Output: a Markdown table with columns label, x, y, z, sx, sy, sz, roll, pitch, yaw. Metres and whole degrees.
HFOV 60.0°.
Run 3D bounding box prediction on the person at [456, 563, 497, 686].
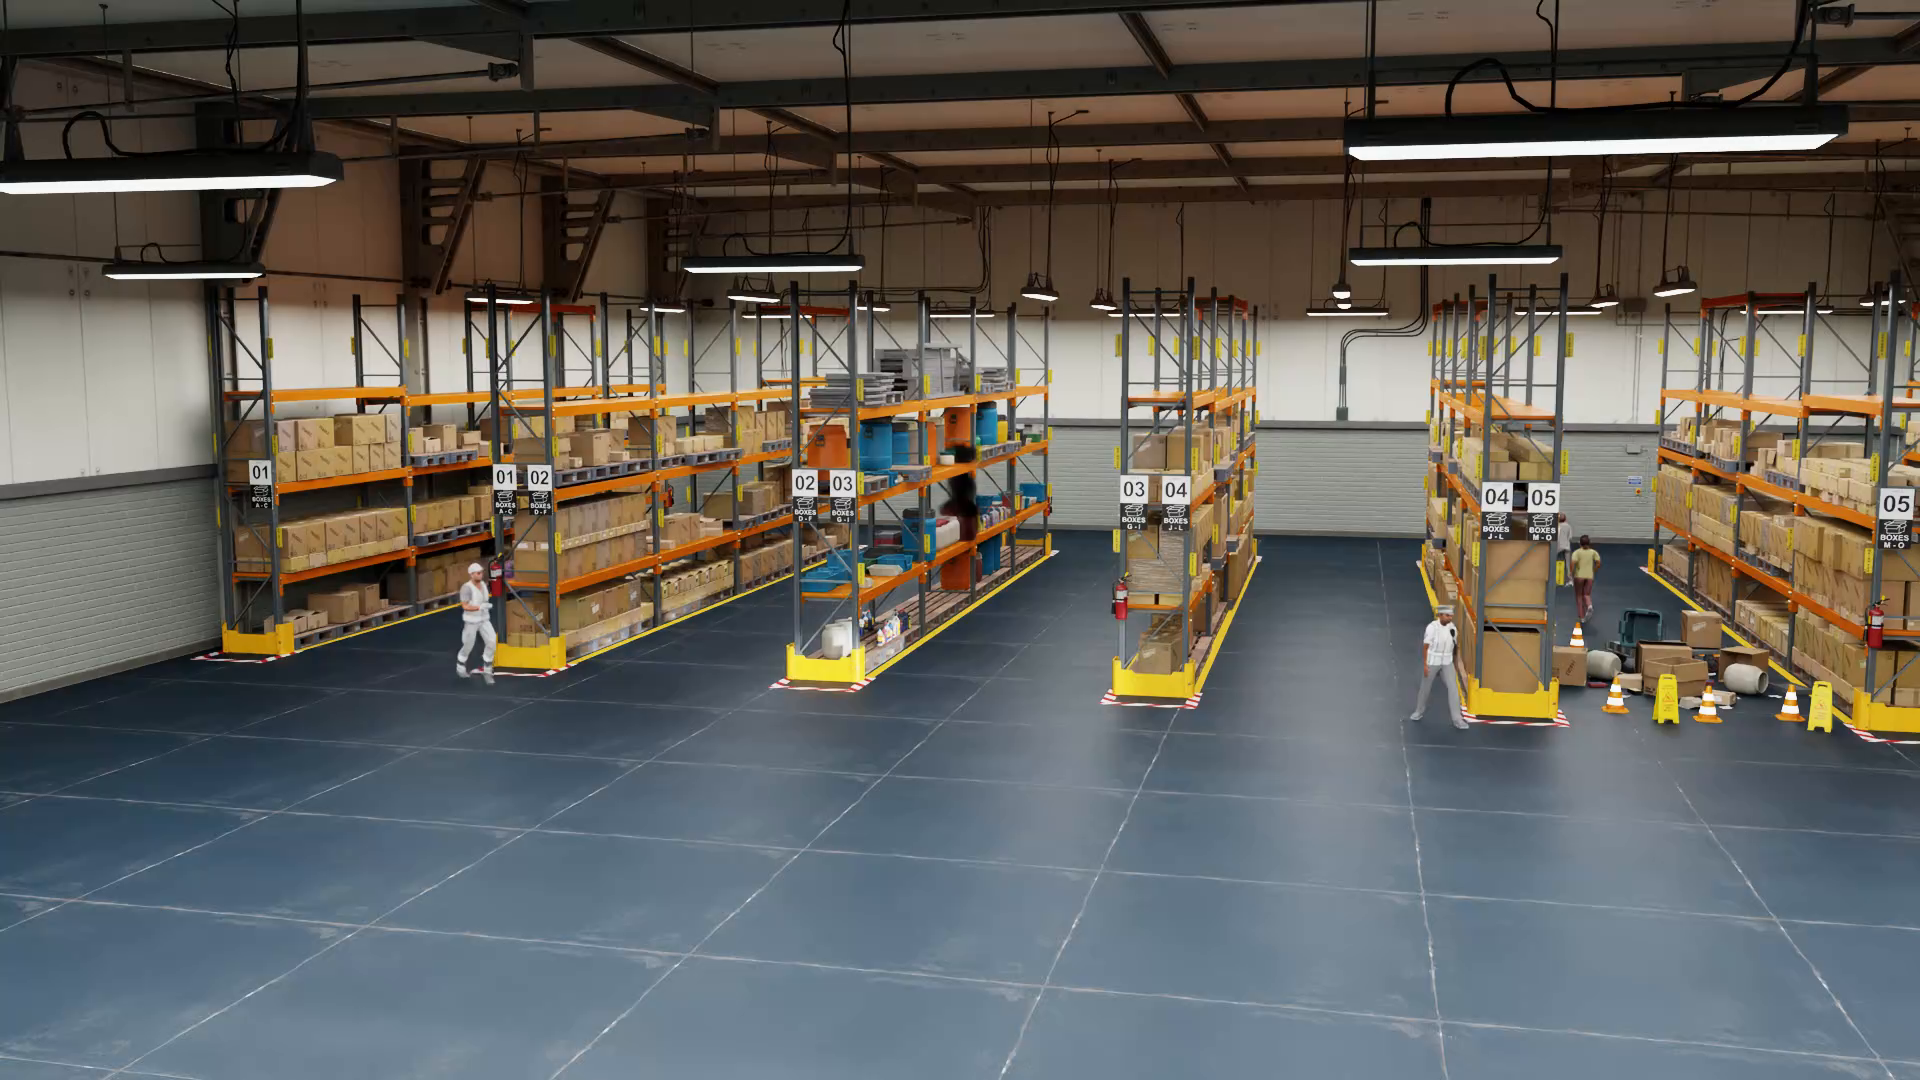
| label | x | y | z | sx | sy | sz | roll | pitch | yaw |
| --- | --- | --- | --- | --- | --- | --- | --- | --- | --- |
| person | -7.234 | 1.259 | 24.877 | 0.868 | 1.842 | 0.624 | 5 | 8 | 37 |

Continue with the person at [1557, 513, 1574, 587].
| label | x | y | z | sx | sy | sz | roll | pitch | yaw |
| --- | --- | --- | --- | --- | --- | --- | --- | --- | --- |
| person | 12.636 | 0.222 | 34.871 | 0.533 | 1.566 | 0.905 | 0 | 7 | -2 |

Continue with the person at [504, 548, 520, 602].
| label | x | y | z | sx | sy | sz | roll | pitch | yaw |
| --- | --- | --- | --- | --- | --- | --- | --- | --- | --- |
| person | -7.802 | 0.908 | 28.772 | 0.529 | 1.567 | 0.798 | 1 | 7 | 12 |

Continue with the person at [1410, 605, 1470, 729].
| label | x | y | z | sx | sy | sz | roll | pitch | yaw |
| --- | --- | --- | --- | --- | --- | --- | --- | --- | --- |
| person | 6.385 | 1.645 | 22.136 | 0.595 | 1.633 | 0.809 | -1 | 7 | -6 |

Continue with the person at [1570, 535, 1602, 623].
| label | x | y | z | sx | sy | sz | roll | pitch | yaw |
| --- | --- | --- | --- | --- | --- | --- | --- | --- | --- |
| person | 11.452 | 0.724 | 30.428 | 0.580 | 1.603 | 0.593 | 1 | 7 | 6 |
